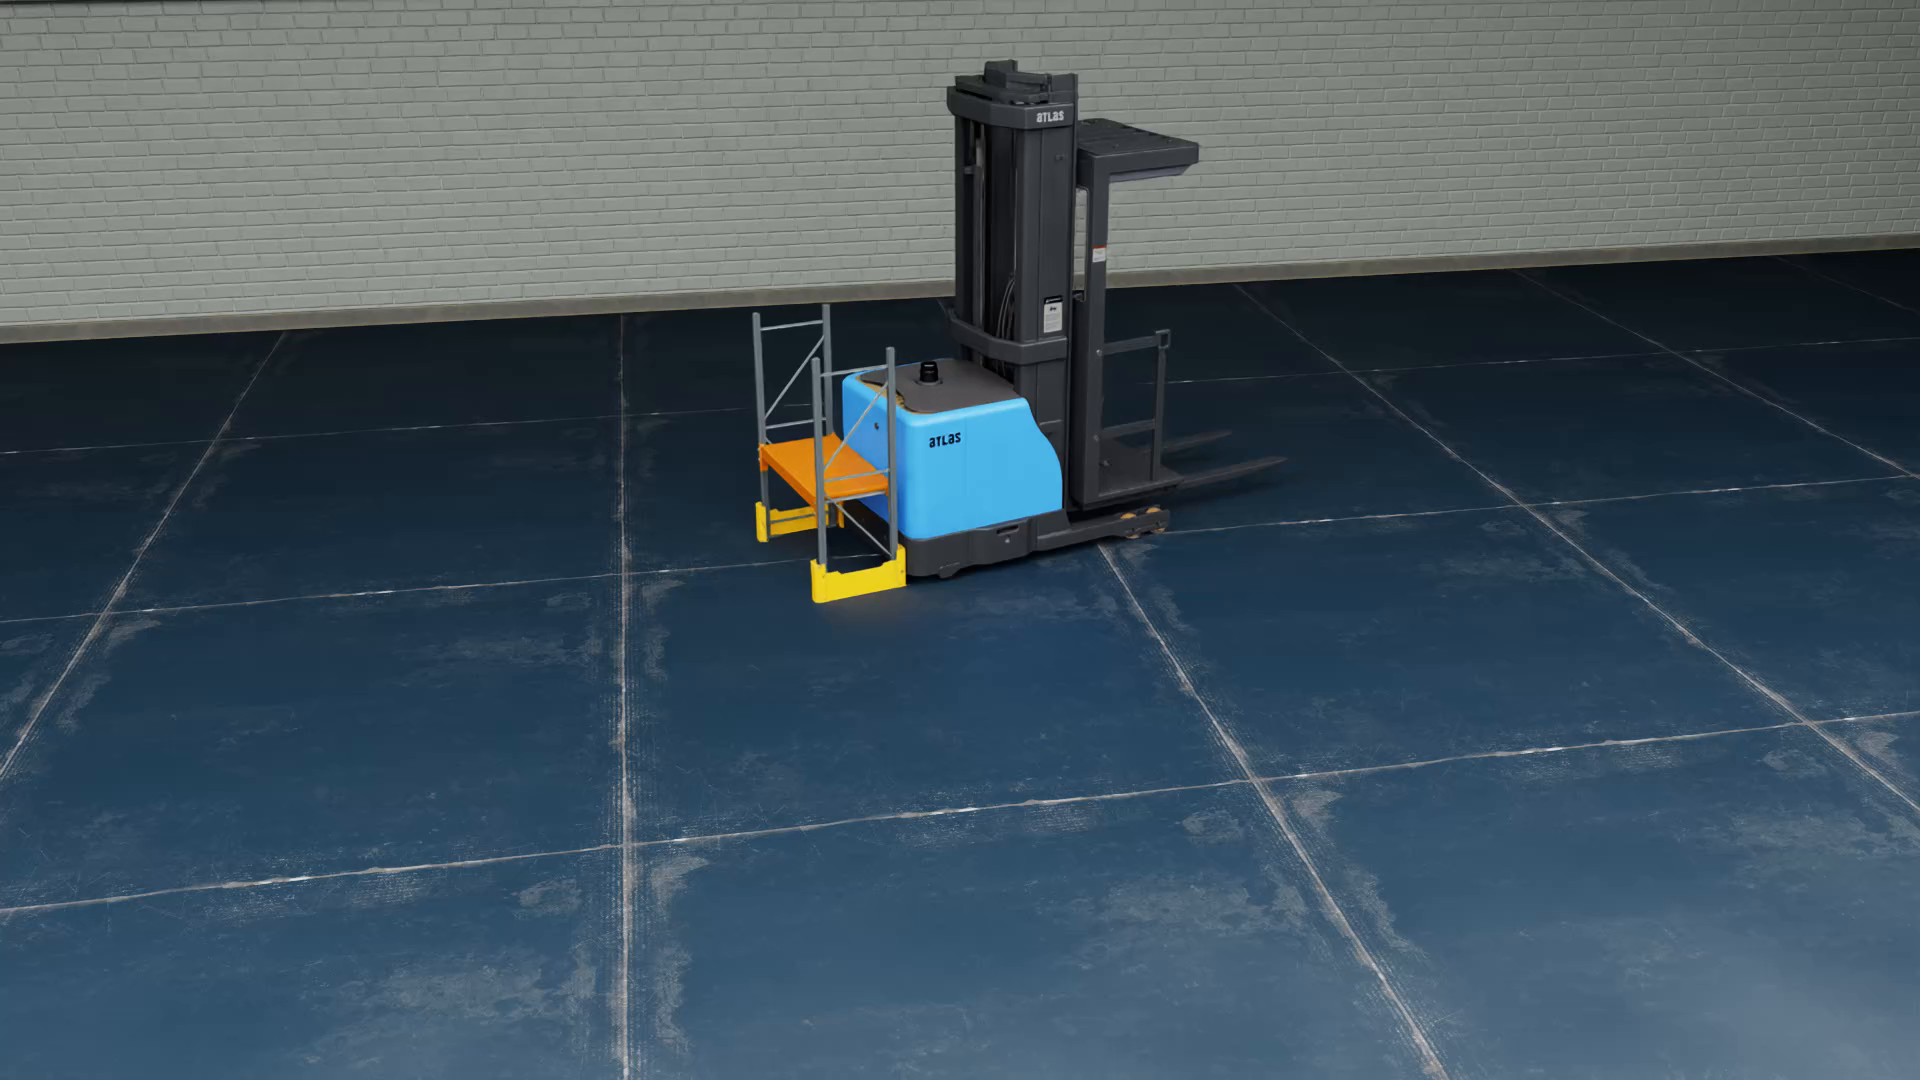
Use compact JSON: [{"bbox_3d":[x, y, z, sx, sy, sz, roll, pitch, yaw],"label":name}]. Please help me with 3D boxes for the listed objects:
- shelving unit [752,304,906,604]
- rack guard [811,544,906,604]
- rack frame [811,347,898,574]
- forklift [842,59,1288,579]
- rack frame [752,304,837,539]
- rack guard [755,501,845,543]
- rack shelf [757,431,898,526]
[{"bbox_3d":[-0.821,-0.552,10.140,0.587,1.500,1.083,-11,26,-23],"label":"shelving unit"},{"bbox_3d":[-0.606,0.201,9.978,0.587,0.250,0.087,-11,26,-23],"label":"rack guard"},{"bbox_3d":[-0.606,-0.372,9.727,0.500,1.500,0.032,-11,26,-23],"label":"rack frame"},{"bbox_3d":[0.783,-1.519,10.565,3.031,2.935,1.130,-13,27,-27],"label":"forklift"},{"bbox_3d":[-1.044,-0.739,10.568,0.500,1.500,0.032,-11,26,-23],"label":"rack frame"},{"bbox_3d":[-1.035,-0.159,10.802,0.587,0.250,0.087,-11,26,-23],"label":"rack guard"},{"bbox_3d":[-0.825,-0.391,10.220,0.538,0.185,1.000,-11,26,-23],"label":"rack shelf"}]
